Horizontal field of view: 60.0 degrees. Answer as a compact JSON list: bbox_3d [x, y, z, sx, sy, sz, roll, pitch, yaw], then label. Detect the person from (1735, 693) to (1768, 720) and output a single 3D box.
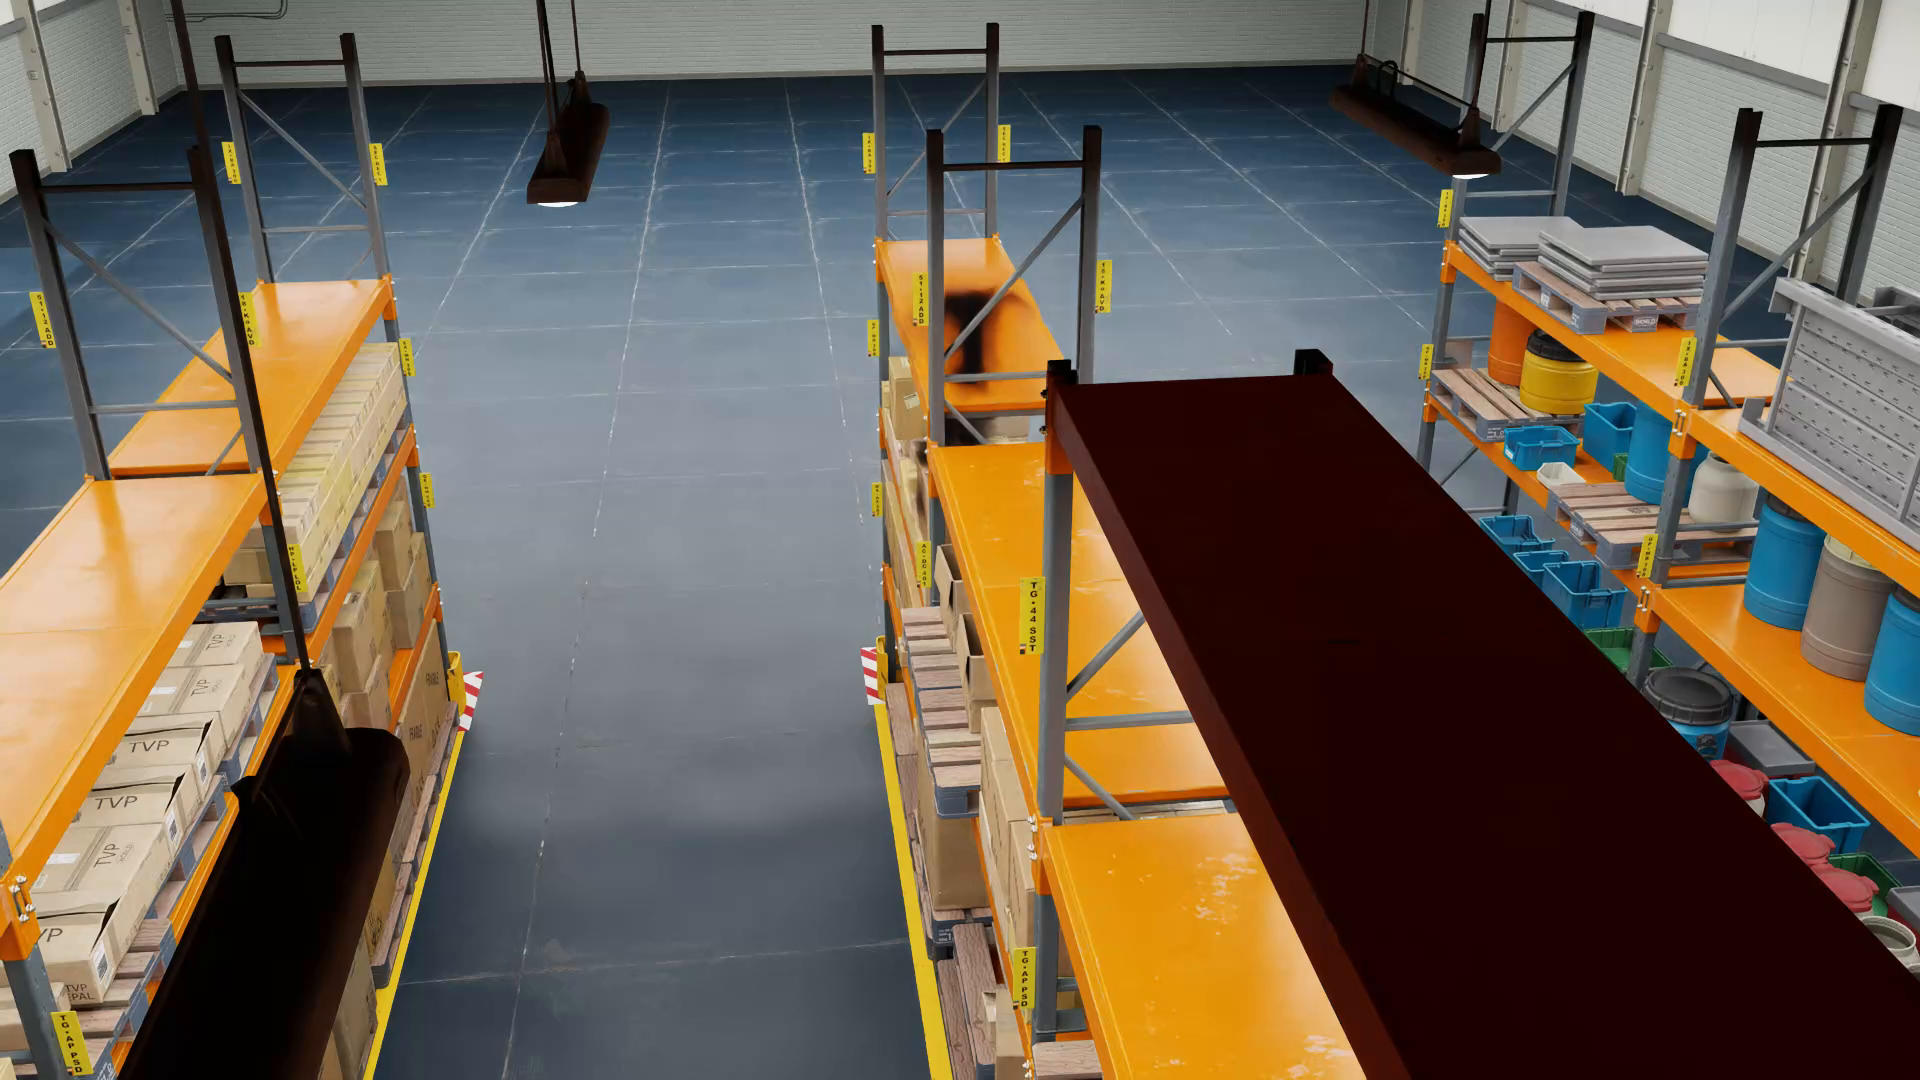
[{"bbox_3d":[6.660,1.552,13.491,0.682,1.543,0.830,-6,26,-12],"label":"person"}]
